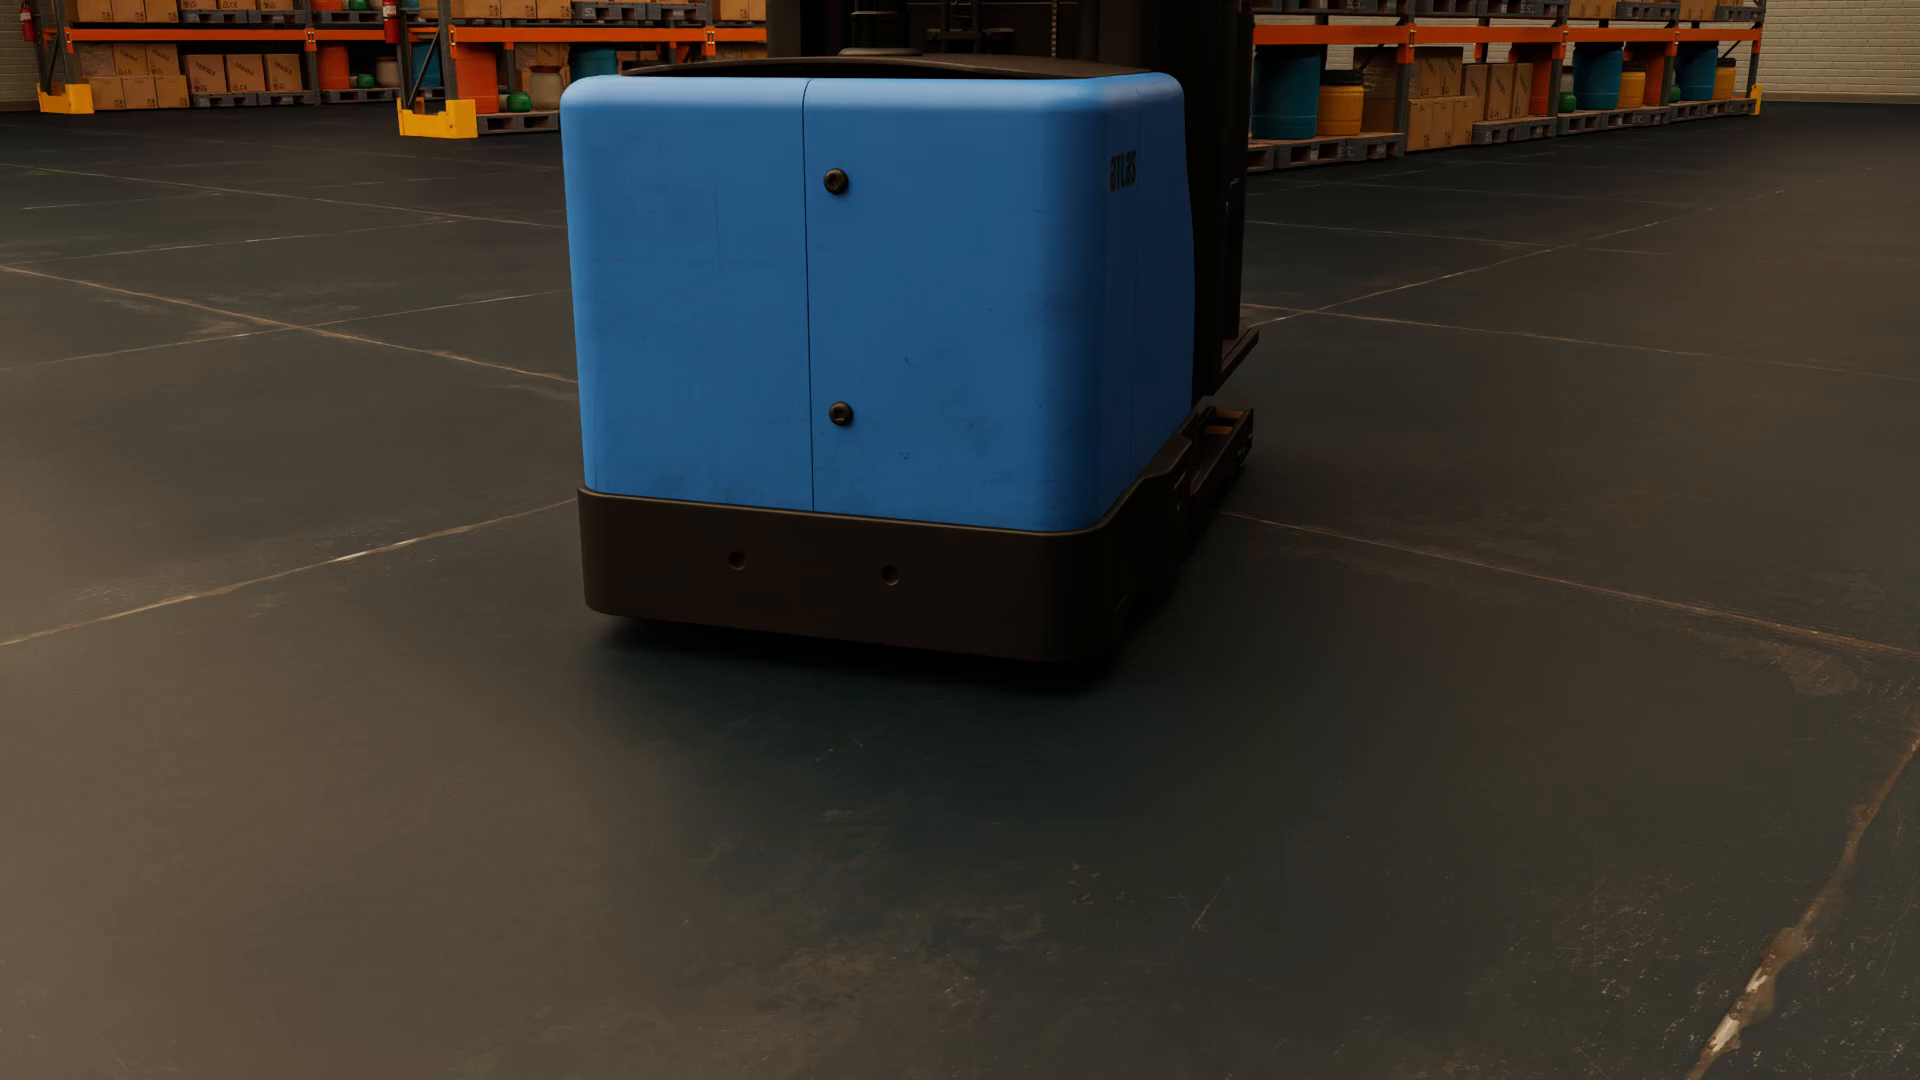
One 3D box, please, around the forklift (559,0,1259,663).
[{"bbox_3d":[0.182,-1.571,4.072,1.130,2.935,3.031,5,18,17],"label":"forklift"}]
